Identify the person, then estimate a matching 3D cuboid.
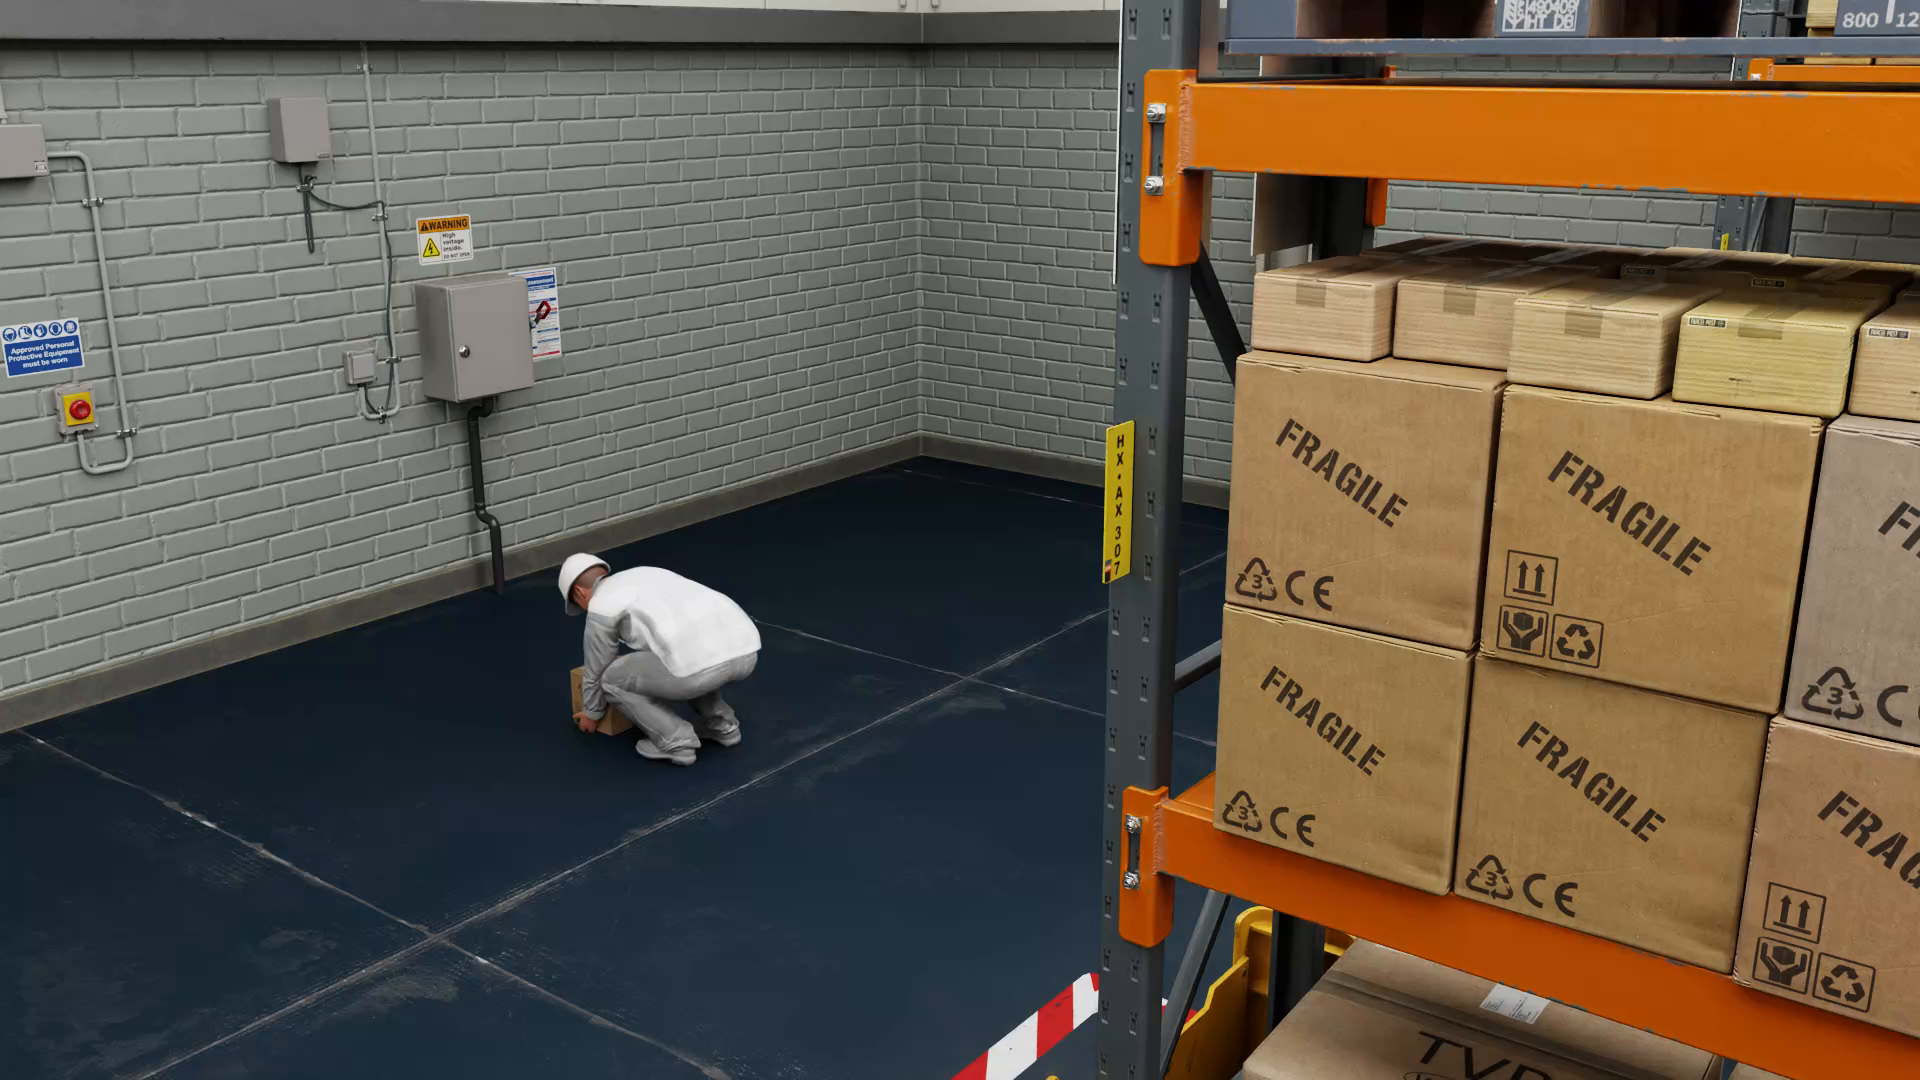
[{"bbox_3d":[-1.310,0.515,7.117,0.973,0.831,0.517,11,20,34],"label":"person"}]
